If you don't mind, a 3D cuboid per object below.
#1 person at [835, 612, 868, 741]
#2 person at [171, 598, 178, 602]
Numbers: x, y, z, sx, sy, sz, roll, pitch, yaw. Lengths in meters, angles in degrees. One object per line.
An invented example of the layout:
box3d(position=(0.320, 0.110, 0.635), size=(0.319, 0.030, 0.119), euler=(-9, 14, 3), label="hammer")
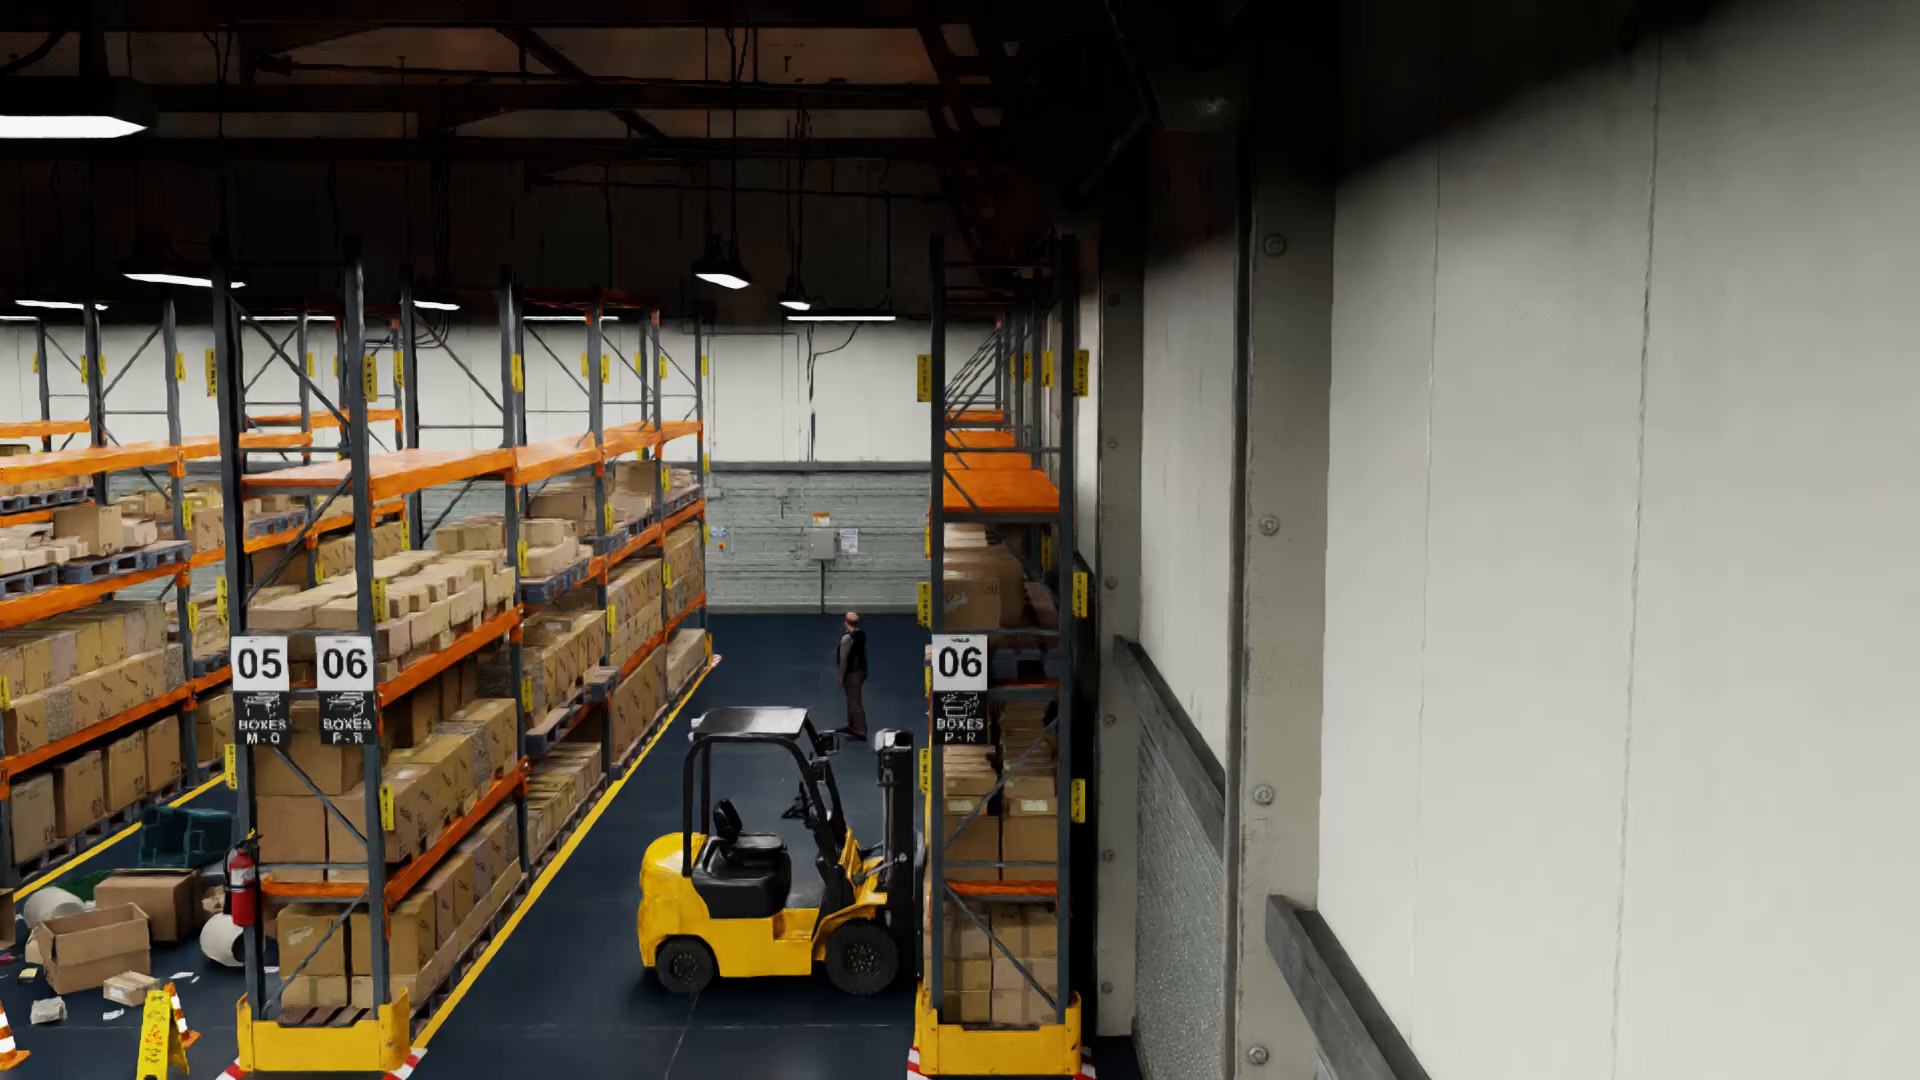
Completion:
box3d(position=(-1.479, 1.817, 22.504), size=(0.587, 1.718, 0.647), euler=(2, 7, 20), label="person")
box3d(position=(-11.325, 1.689, 24.106), size=(0.371, 1.700, 0.490), euler=(2, 7, 16), label="person")
